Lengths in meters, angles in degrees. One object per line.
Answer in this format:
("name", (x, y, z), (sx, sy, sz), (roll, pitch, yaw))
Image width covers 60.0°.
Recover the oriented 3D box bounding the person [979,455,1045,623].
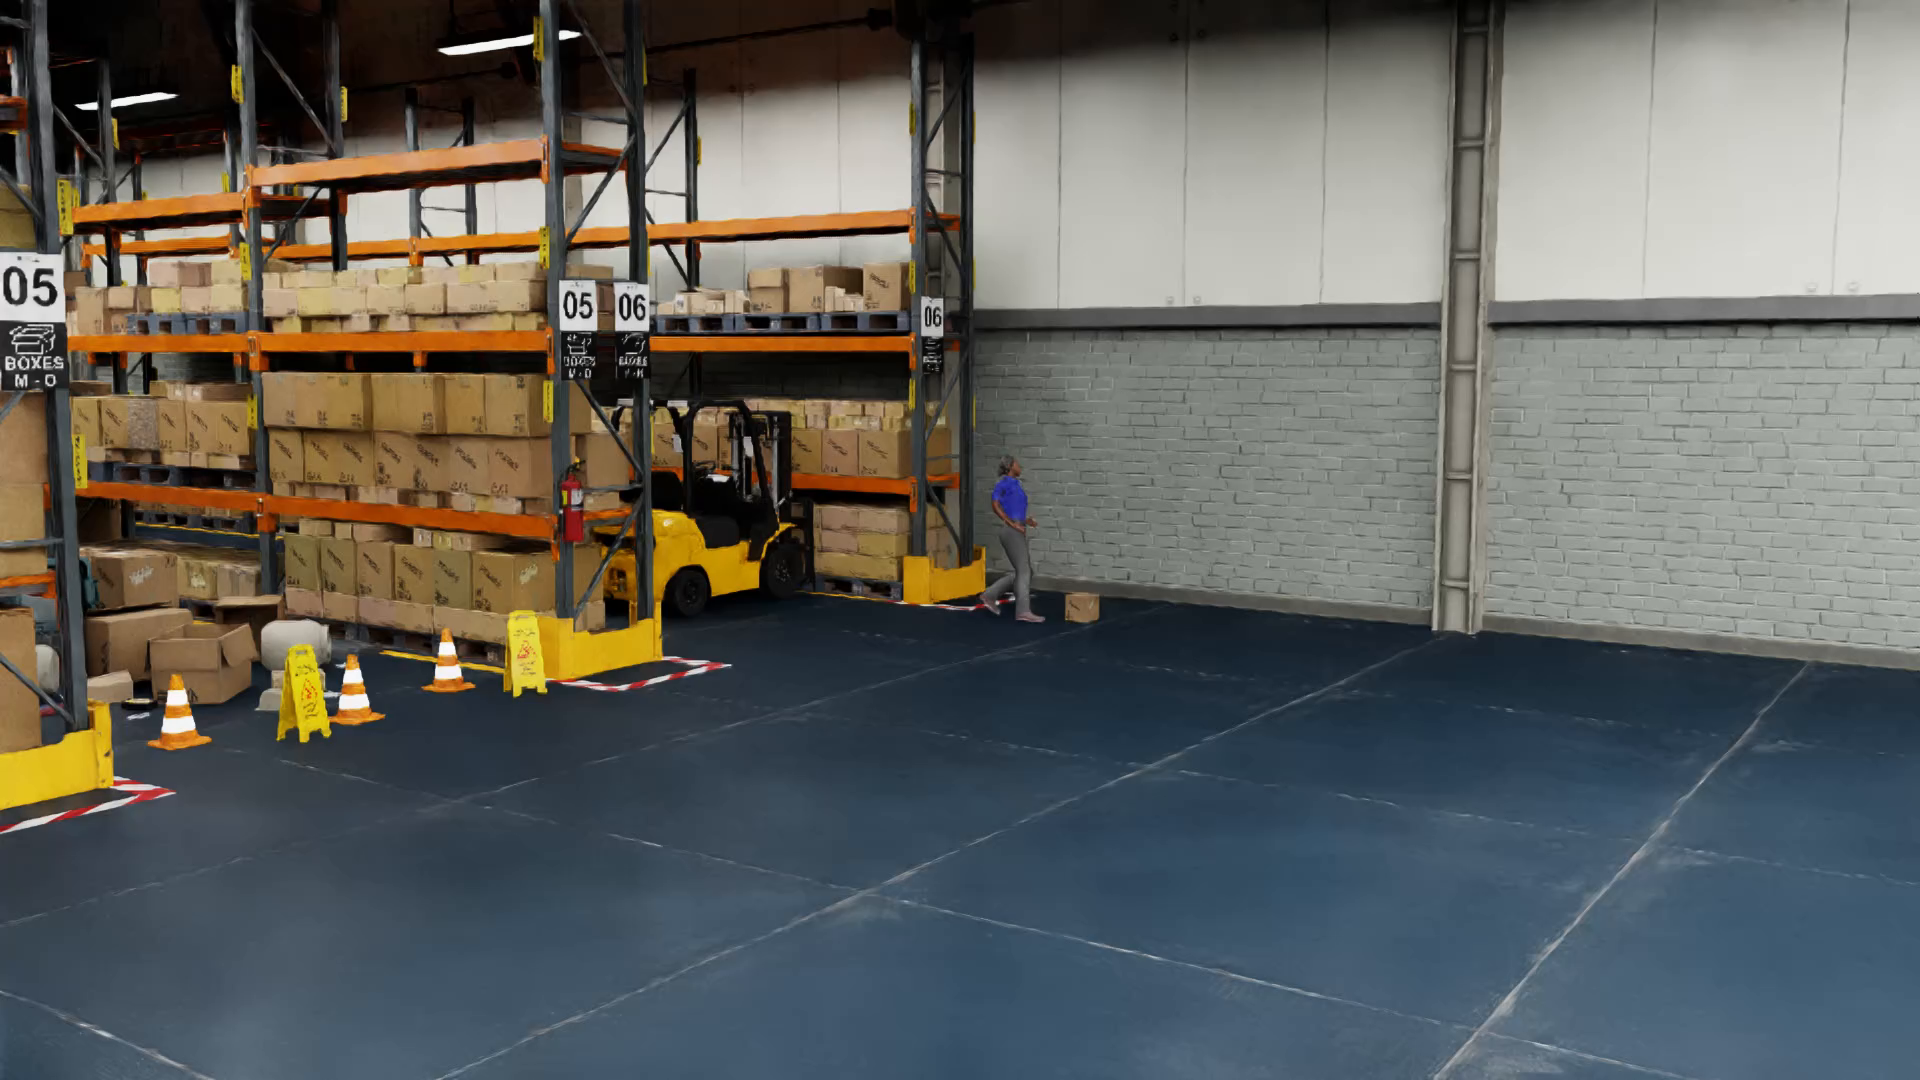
("person", (0.542, -0.031, 16.478), (0.680, 1.613, 0.610), (1, 7, 11))
